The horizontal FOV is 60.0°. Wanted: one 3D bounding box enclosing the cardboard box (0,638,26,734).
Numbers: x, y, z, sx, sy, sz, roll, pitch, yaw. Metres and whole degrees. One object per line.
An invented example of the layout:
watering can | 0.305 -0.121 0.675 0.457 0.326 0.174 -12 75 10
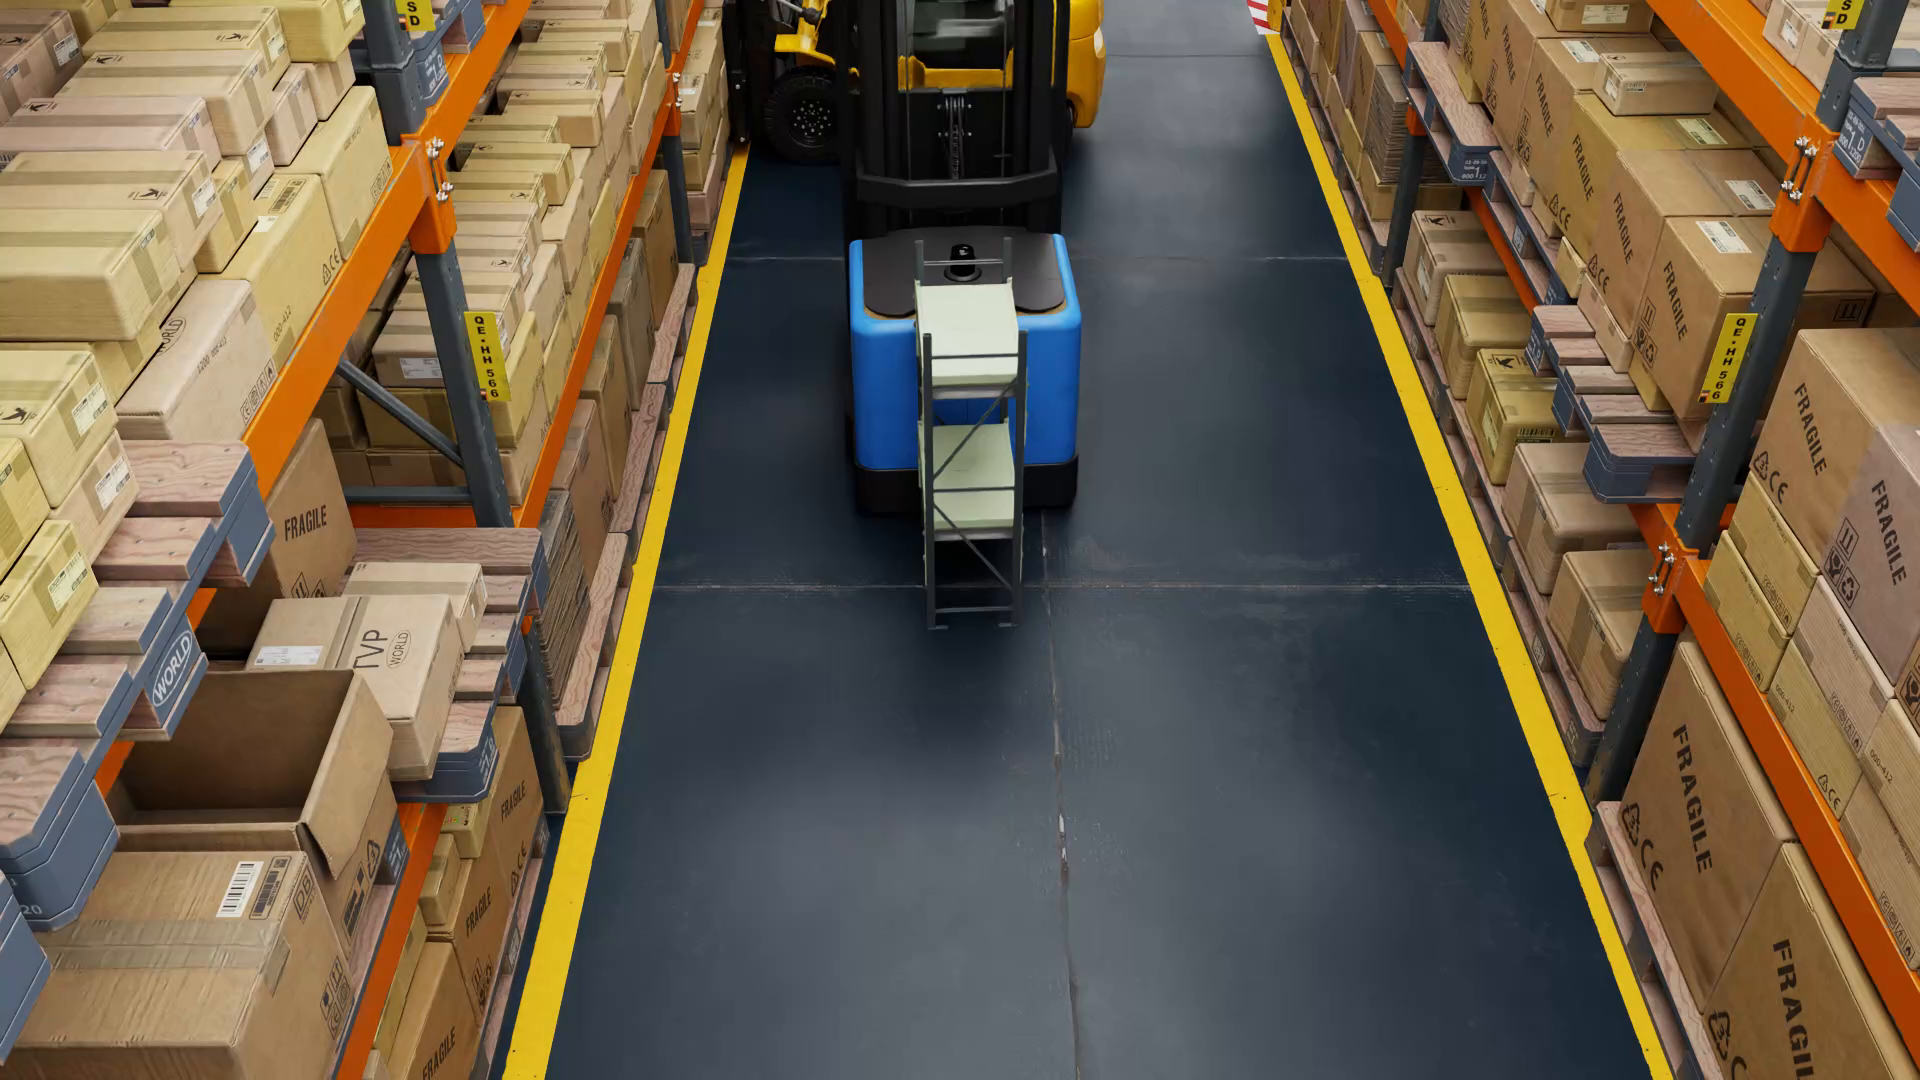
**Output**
cardboard box | -1.623 0.256 2.419 0.380 0.149 0.250 0 39 -1

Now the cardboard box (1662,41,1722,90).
cardboard box | 3.165 -1.721 6.846 0.500 0.500 0.500 -1 39 -2

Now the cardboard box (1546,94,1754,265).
cardboard box | 2.650 -1.392 6.435 0.500 0.500 0.500 -3 39 -3

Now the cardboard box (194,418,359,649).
cardboard box | -2.177 -0.025 4.967 0.500 0.500 0.500 2 39 2

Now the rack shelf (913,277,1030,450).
rack shelf | 0.036 -0.736 6.845 0.431 0.370 0.720 -2 39 -3

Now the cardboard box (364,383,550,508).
cardboard box | -1.777 -0.363 5.925 0.500 0.250 0.500 0 39 0

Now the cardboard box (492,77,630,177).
cardboard box | -1.767 -1.834 7.360 0.500 0.250 0.500 1 39 1

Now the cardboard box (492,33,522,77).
cardboard box | -2.291 -2.150 7.755 0.500 0.250 0.500 0 39 -1

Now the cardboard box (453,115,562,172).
cardboard box | -1.836 -1.606 6.756 0.380 0.149 0.250 0 39 0

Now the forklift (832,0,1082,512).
forklift | -0.055 -2.179 8.125 1.130 2.935 3.031 -2 39 -3

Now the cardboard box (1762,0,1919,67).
cardboard box | 2.724 -1.575 5.119 0.380 0.149 0.250 0 39 0

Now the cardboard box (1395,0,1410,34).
cardboard box | 2.625 -2.910 9.184 0.380 0.149 0.250 1 39 1

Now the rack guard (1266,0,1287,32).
rack guard | 2.933 -4.130 12.504 1.175 0.500 0.348 0 39 0

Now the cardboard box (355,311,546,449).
cardboard box | -1.753 -0.558 5.768 0.500 0.250 0.500 0 39 0

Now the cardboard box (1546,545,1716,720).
cardboard box | 2.952 0.358 6.670 0.950 0.372 0.625 -2 39 -3

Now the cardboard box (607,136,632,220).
cardboard box | -1.788 -1.647 7.527 0.500 0.250 0.500 0 39 0

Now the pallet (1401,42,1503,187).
pallet | 2.793 -2.099 8.123 1.003 0.211 1.213 0 39 0

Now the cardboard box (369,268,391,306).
cardboard box | -2.275 -0.965 5.957 0.380 0.149 0.250 0 39 0

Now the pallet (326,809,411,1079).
pallet | -2.014 1.147 4.074 1.003 0.211 1.213 0 39 0

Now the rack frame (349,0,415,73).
rack frame | -2.021 -2.485 3.655 1.000 3.000 0.127 0 39 0

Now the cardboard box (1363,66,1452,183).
cardboard box | 2.669 -2.405 9.616 0.500 0.500 0.500 -1 39 -1

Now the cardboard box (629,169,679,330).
cardboard box | -2.014 -1.557 8.857 0.875 0.625 0.625 2 39 2

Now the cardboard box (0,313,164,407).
cardboard box | -1.805 -0.386 3.235 0.380 0.149 0.250 1 39 1

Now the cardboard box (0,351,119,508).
cardboard box | -1.639 -0.184 2.730 0.380 0.149 0.250 0 39 0

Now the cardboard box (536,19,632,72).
cardboard box | -1.705 -2.245 7.555 0.380 0.149 0.250 -1 39 -1

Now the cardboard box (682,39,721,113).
cardboard box | -1.703 -2.749 9.845 0.500 0.250 0.500 0 39 0

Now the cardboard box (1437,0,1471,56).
cardboard box | 2.651 -2.677 8.038 0.500 0.500 0.500 1 39 1

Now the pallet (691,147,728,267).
pallet | -1.985 -2.055 10.145 1.003 0.211 1.213 0 39 0

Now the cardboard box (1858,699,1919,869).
cardboard box | 2.684 0.665 4.241 0.500 0.250 0.500 0 39 0

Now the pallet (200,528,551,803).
pallet | -1.950 0.355 5.062 1.213 0.211 1.003 0 39 0

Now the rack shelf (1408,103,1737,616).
rack shelf | 2.940 -1.120 7.324 1.077 0.370 4.000 0 39 0

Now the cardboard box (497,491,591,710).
cardboard box | -2.008 0.229 6.629 0.875 0.625 0.625 1 39 1

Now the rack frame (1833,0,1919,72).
rack frame | 2.942 -2.491 3.663 1.000 3.000 0.127 0 39 0

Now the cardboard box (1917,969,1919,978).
cardboard box | 2.708 1.172 4.008 0.500 0.250 0.500 0 39 0

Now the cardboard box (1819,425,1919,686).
cardboard box | 2.709 0.039 4.423 0.500 0.500 0.500 0 39 0

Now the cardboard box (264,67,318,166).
cardboard box | -1.799 -1.028 4.037 0.380 0.149 0.250 -1 39 -1

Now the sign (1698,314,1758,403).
sign | 2.400 -0.565 5.193 0.100 0.325 0.005 0 39 0

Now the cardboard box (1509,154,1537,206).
cardboard box | 2.596 -1.556 7.159 0.380 0.149 0.250 1 39 2

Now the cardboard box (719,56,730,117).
cardboard box | -1.709 -2.864 10.388 0.500 0.250 0.500 0 39 0

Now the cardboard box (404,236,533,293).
cardboard box | -1.755 -0.964 5.955 0.380 0.149 0.250 1 39 1

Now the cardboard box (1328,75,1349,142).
cardboard box | 2.662 -2.763 10.662 0.500 0.250 0.500 1 39 1

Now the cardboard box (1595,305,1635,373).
cardboard box | 2.589 -0.746 6.147 0.380 0.149 0.250 0 39 0

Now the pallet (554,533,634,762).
pallet | -1.983 0.429 7.046 1.003 0.211 1.213 0 39 0

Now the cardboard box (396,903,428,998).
cardboard box | -1.825 1.223 4.969 0.380 0.149 0.250 1 39 1

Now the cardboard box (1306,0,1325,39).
cardboard box | 2.663 -3.690 11.219 0.500 0.500 0.500 -1 39 -2

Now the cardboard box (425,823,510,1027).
cardboard box | -1.816 1.245 5.461 0.500 0.500 0.500 -1 39 -1

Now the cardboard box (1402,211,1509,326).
cardboard box | 2.941 -1.462 8.941 0.950 0.372 0.625 0 39 1

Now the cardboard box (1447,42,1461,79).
cardboard box | 2.622 -2.371 8.176 0.380 0.149 0.250 0 39 1

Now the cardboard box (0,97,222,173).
cardboard box | -1.821 -0.823 3.543 0.380 0.149 0.250 -1 39 -1

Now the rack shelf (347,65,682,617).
rack shelf | -2.024 -1.114 7.317 1.077 0.370 4.000 0 39 0

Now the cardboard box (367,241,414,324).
cardboard box | -2.302 -0.881 6.171 0.500 0.250 0.500 0 39 0

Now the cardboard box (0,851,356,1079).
cardboard box | -1.795 1.037 3.642 0.700 0.500 0.500 0 39 0

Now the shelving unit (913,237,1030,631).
shelving unit | 0.036 -0.431 7.089 0.431 1.500 0.755 -2 39 -3
